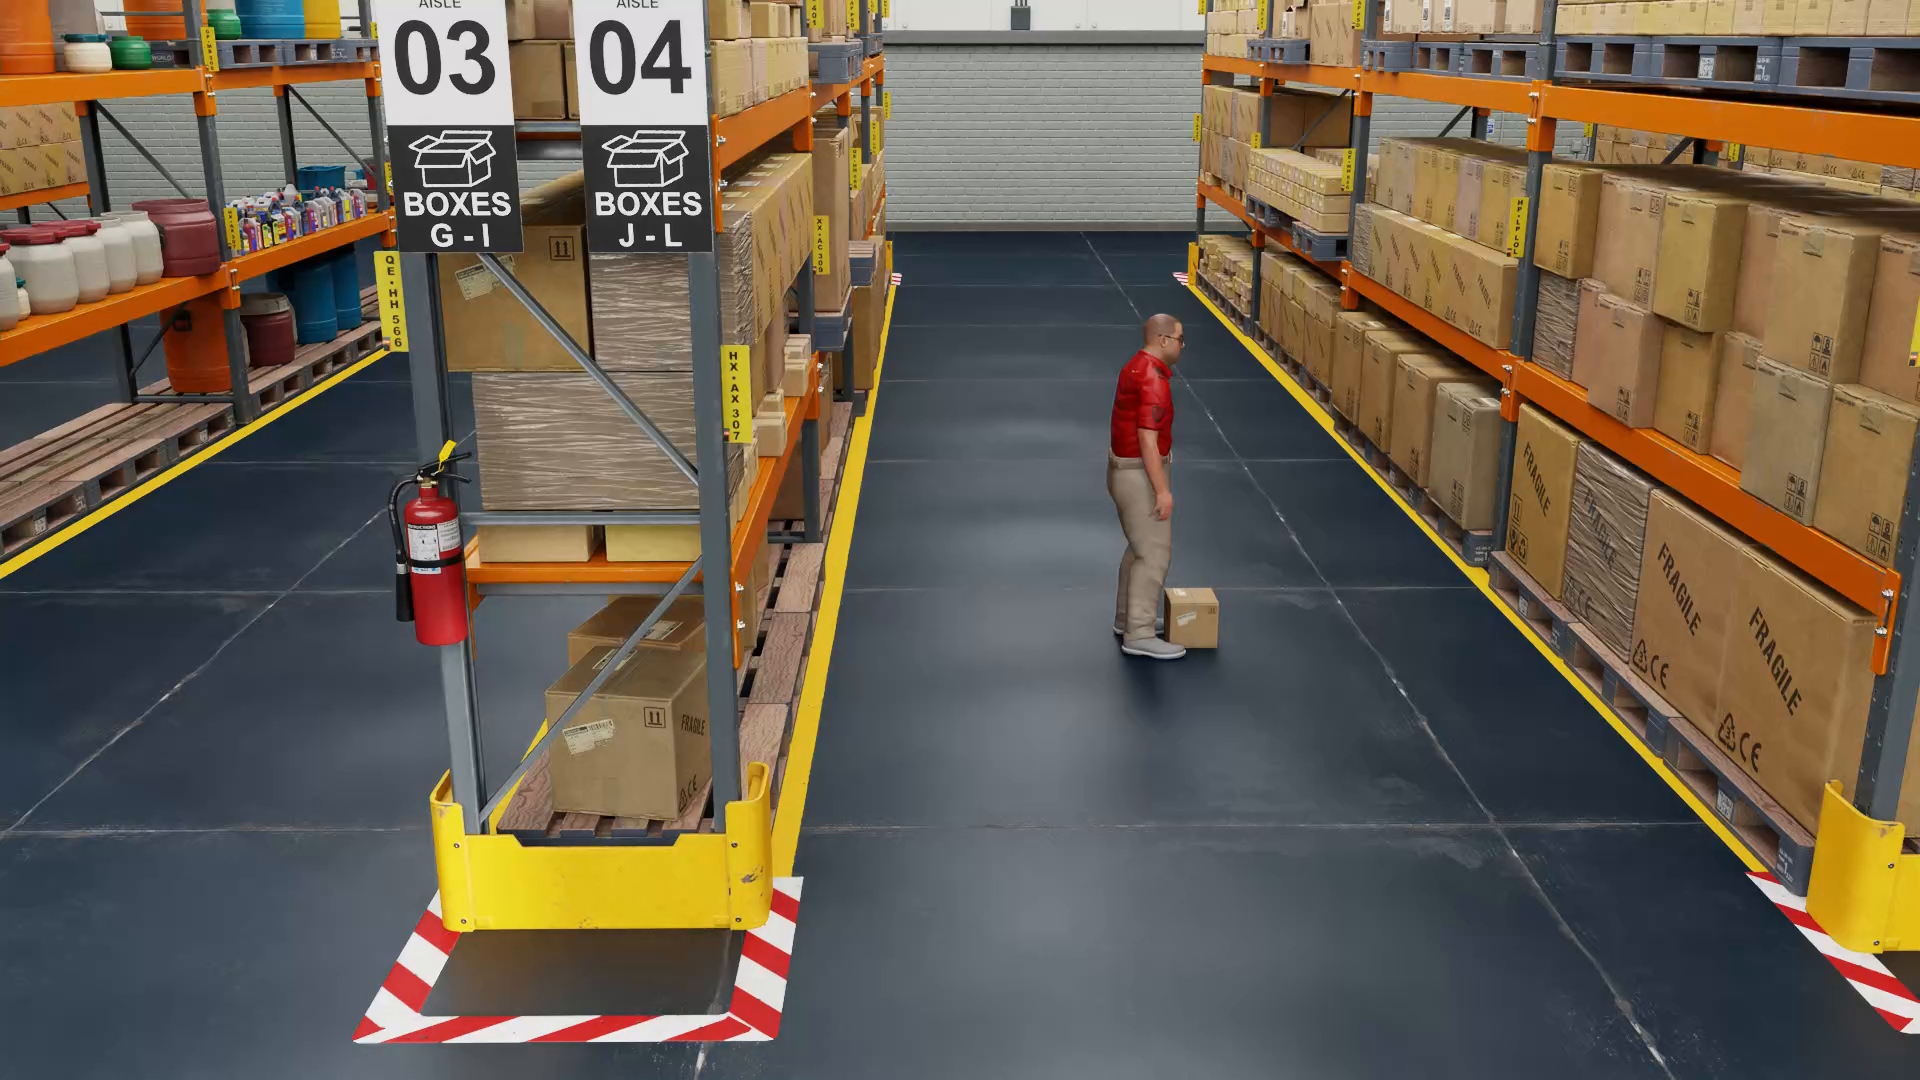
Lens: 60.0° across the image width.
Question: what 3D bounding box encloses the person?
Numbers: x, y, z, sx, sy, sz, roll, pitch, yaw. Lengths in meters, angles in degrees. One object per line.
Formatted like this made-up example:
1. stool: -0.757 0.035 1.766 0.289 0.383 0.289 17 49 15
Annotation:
1. person: 0.950 -0.332 8.531 0.372 1.657 0.593 -1 17 -4
